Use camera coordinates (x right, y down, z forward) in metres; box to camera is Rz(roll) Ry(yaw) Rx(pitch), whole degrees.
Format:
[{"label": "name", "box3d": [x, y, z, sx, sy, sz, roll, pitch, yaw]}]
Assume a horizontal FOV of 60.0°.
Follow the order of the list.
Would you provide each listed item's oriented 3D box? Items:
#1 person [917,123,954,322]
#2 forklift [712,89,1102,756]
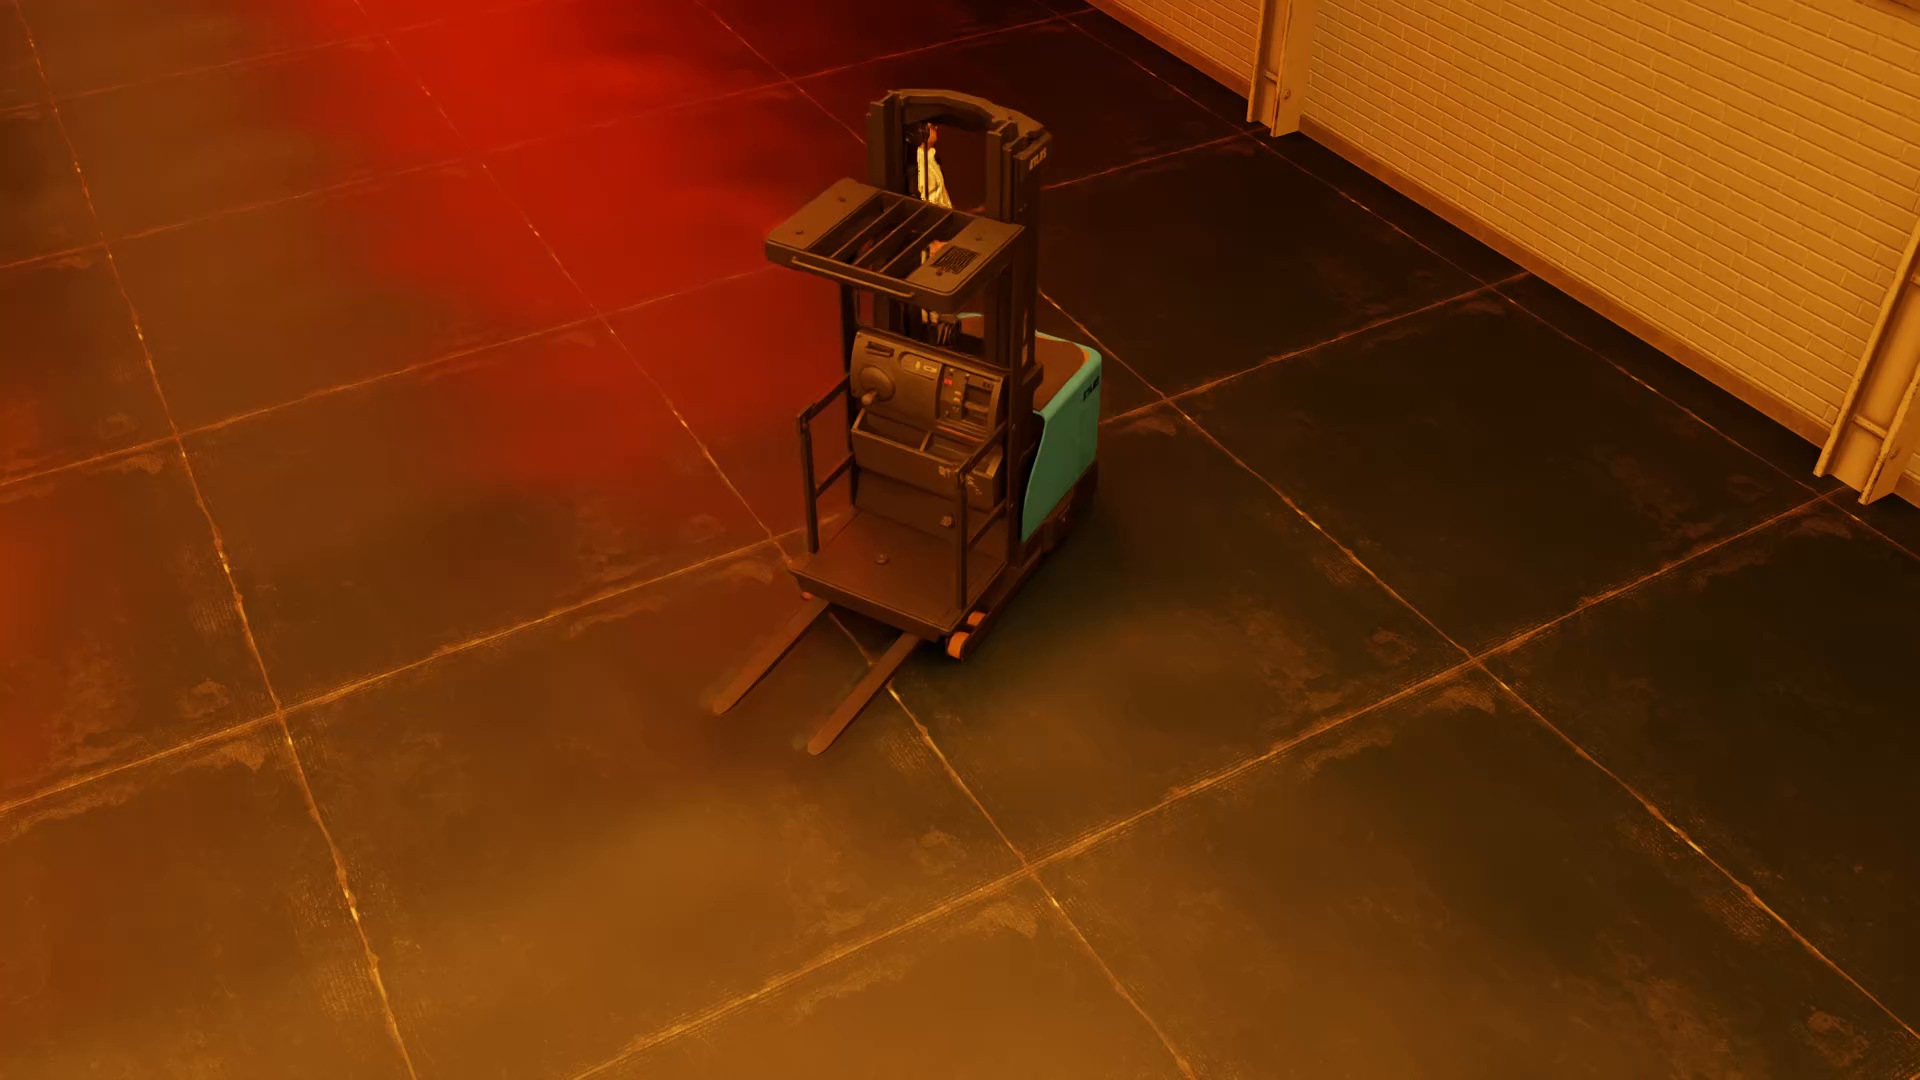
[{"label": "person", "box3d": [-0.143, -2.165, 11.535, 0.577, 1.781, 0.638, -4, 40, -4]}, {"label": "forklift", "box3d": [-0.292, -0.780, 8.977, 1.130, 2.935, 3.031, 20, 44, 22]}]
